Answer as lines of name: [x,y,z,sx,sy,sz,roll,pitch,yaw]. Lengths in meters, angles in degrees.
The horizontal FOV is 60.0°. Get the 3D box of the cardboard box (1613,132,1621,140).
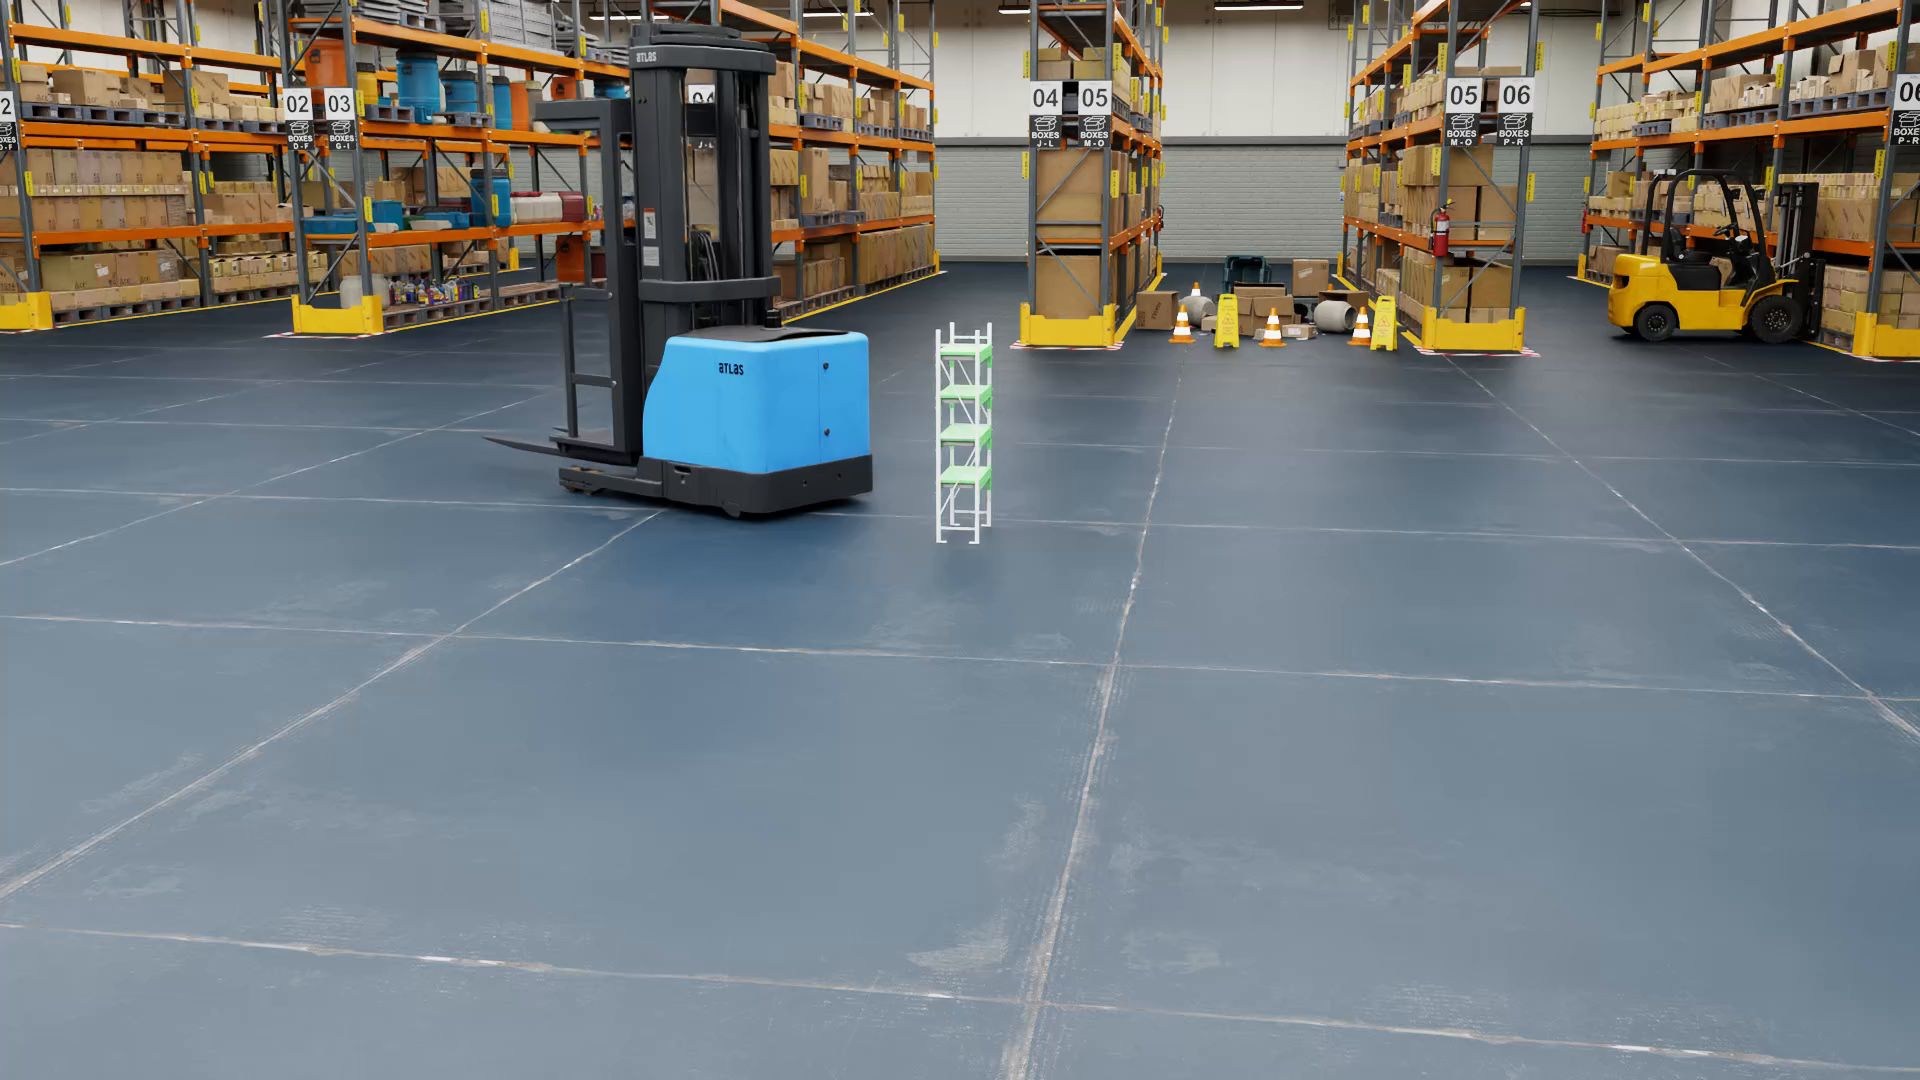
cardboard box: [12.985,-7.890,32.459,0.380,0.149,0.250,2,12,10]

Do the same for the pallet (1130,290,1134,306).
pallet: [2.391,-4.082,27.935,1.003,0.211,1.213,2,12,9]

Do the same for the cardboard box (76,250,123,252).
cardboard box: [-13.236,-4.211,25.663,0.500,0.500,0.500,2,12,9]

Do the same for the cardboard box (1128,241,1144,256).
cardboard box: [3.010,-5.198,29.651,0.500,0.250,0.500,2,12,8]

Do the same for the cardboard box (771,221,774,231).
cardboard box: [-2.898,-4.521,23.946,0.380,0.149,0.250,2,12,9]

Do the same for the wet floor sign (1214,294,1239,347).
wet floor sign: [3.308,-2.721,20.586,0.267,0.644,0.232,0,12,-1]

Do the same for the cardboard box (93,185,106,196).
cardboard box: [-12.848,-5.154,24.512,0.380,0.149,0.250,2,12,8]

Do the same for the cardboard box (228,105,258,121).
cardboard box: [-12.347,-7.272,28.357,0.500,0.250,0.500,1,12,4]

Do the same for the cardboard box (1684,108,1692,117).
cardboard box: [12.335,-7.138,27.782,0.380,0.149,0.250,2,12,9]

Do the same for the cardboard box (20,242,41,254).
cardboard box: [-17.191,-5.362,30.362,0.500,0.250,0.500,2,12,10]

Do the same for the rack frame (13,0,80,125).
rack frame: [-16.982,-9.203,30.837,1.000,3.000,0.127,2,12,9]

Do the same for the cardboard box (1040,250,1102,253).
cardboard box: [1.529,-3.435,22.359,0.875,0.875,0.875,2,12,8]

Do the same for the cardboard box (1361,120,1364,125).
cardboard box: [7.891,-8.099,31.917,0.396,0.266,0.258,2,12,10]

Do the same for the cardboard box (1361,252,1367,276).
cardboard box: [8.311,-5.380,32.424,0.875,0.438,0.875,2,12,8]

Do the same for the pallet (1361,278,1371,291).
pallet: [8.064,-4.774,31.146,1.003,0.211,1.213,2,12,9]

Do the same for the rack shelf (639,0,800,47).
rack shelf: [-3.221,-7.119,22.883,1.077,0.370,4.000,2,12,9]

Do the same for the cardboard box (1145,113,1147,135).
cardboard box: [3.007,-7.337,29.060,0.500,0.500,0.500,2,12,9]

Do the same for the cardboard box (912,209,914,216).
cardboard box: [-1.151,-6.767,34.370,0.380,0.149,0.250,2,12,8]

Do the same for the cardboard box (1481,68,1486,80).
cardboard box: [6.542,-5.656,20.202,0.380,0.149,0.250,2,12,8]

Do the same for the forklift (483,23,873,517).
forklift: [-2.017,-1.799,10.885,3.031,2.935,1.130,10,16,38]

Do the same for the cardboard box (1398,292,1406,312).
cardboard box: [6.521,-3.382,23.597,0.500,0.250,0.500,1,12,6]

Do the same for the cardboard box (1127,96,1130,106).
cardboard box: [2.231,-6.286,23.783,0.380,0.149,0.250,2,12,8]

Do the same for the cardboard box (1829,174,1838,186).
cardboard box: [11.112,-4.504,20.790,0.380,0.149,0.250,2,12,10]

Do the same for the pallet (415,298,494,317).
pallet: [-7.952,-3.615,25.767,1.003,0.211,1.213,2,12,9]

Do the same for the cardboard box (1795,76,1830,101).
cardboard box: [11.415,-5.987,22.010,0.500,0.311,0.500,2,12,10]

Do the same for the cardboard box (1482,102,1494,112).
cardboard box: [6.587,-5.262,20.266,0.380,0.149,0.250,1,12,7]

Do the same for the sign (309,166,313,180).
sign: [-15.217,-8.597,38.954,0.100,0.325,0.005,2,12,9]

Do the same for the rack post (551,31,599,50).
rack post: [-7.122,-8.997,30.061,0.954,0.300,0.937,2,12,9]

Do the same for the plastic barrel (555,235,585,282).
plastic barrel: [-7.134,-5.196,30.639,0.600,0.830,0.708,2,12,9]

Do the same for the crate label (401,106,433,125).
crate label: [-7.809,-6.057,23.710,0.502,0.251,0.408,2,12,9]

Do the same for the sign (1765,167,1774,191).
sign: [11.246,-5.018,23.097,0.100,0.325,0.005,2,12,9]

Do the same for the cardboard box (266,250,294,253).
cardboard box: [-12.457,-5.146,30.452,0.500,0.311,0.500,2,12,11]

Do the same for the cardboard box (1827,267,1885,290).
cardboard box: [11.004,-3.205,20.400,0.500,0.250,0.500,2,12,10]

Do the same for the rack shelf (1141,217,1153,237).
rack shelf: [2.894,-5.672,30.399,1.077,0.370,4.000,2,12,9]

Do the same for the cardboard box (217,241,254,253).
cardboard box: [-16.070,-6.343,36.743,0.700,0.500,0.500,2,12,8]

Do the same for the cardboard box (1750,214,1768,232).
cardboard box: [11.603,-4.515,23.680,0.500,0.250,0.500,2,12,10]

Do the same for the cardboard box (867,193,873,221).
cardboard box: [-1.878,-6.038,30.151,0.500,0.500,0.500,2,12,7]

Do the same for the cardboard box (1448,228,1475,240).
cardboard box: [6.109,-3.764,20.437,0.380,0.149,0.250,2,12,11]

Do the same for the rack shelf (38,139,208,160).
rack shelf: [-16.674,-7.801,33.160,1.077,0.370,4.000,2,12,9]

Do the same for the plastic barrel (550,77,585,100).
plastic barrel: [-7.102,-7.949,30.122,0.600,0.830,0.708,2,12,9]

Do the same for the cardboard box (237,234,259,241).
cardboard box: [-15.837,-6.730,36.998,0.380,0.149,0.250,2,12,7]

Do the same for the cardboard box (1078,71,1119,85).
cardboard box: [1.761,-5.932,21.196,0.500,0.250,0.500,2,12,8]

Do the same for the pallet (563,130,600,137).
pallet: [-6.978,-7.479,30.407,1.003,0.211,1.213,2,12,9]

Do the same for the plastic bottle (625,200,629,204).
plastic bottle: [-6.566,-6.522,32.754,0.144,0.351,0.185,2,12,9]

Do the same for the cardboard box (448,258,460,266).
cardboard box: [-11.070,-6.034,36.053,0.380,0.166,0.250,2,12,9]

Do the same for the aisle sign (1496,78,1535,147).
aisle sign: [6.560,-5.050,19.637,0.394,0.787,0.004,2,12,9]

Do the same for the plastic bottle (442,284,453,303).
plastic bottle: [-7.730,-3.716,25.037,0.152,0.276,0.135,2,12,10]

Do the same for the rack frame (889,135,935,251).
rack frame: [-1.068,-7.454,36.962,1.000,3.000,0.127,2,12,9]

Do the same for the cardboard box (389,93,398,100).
cardboard box: [-11.434,-9.050,34.635,0.700,0.500,0.500,2,12,9]

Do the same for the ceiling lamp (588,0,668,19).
ceiling lamp: [-7.972,-14.039,39.421,2.000,3.185,0.800,2,12,9]

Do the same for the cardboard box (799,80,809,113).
cardboard box: [-2.744,-6.773,25.439,0.797,0.503,0.637,1,12,6]

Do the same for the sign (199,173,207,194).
sign: [-12.153,-5.722,26.682,0.100,0.325,0.005,2,12,9]

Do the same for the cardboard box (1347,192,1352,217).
cardboard box: [8.220,-6.880,34.060,0.500,0.500,0.500,2,12,8]

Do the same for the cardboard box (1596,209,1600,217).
cardboard box: [13.314,-6.736,34.227,0.380,0.149,0.250,2,12,10]

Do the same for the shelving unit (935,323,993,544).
shelving unit: [0.025,-0.621,9.527,0.258,1.200,0.503,2,12,9]
